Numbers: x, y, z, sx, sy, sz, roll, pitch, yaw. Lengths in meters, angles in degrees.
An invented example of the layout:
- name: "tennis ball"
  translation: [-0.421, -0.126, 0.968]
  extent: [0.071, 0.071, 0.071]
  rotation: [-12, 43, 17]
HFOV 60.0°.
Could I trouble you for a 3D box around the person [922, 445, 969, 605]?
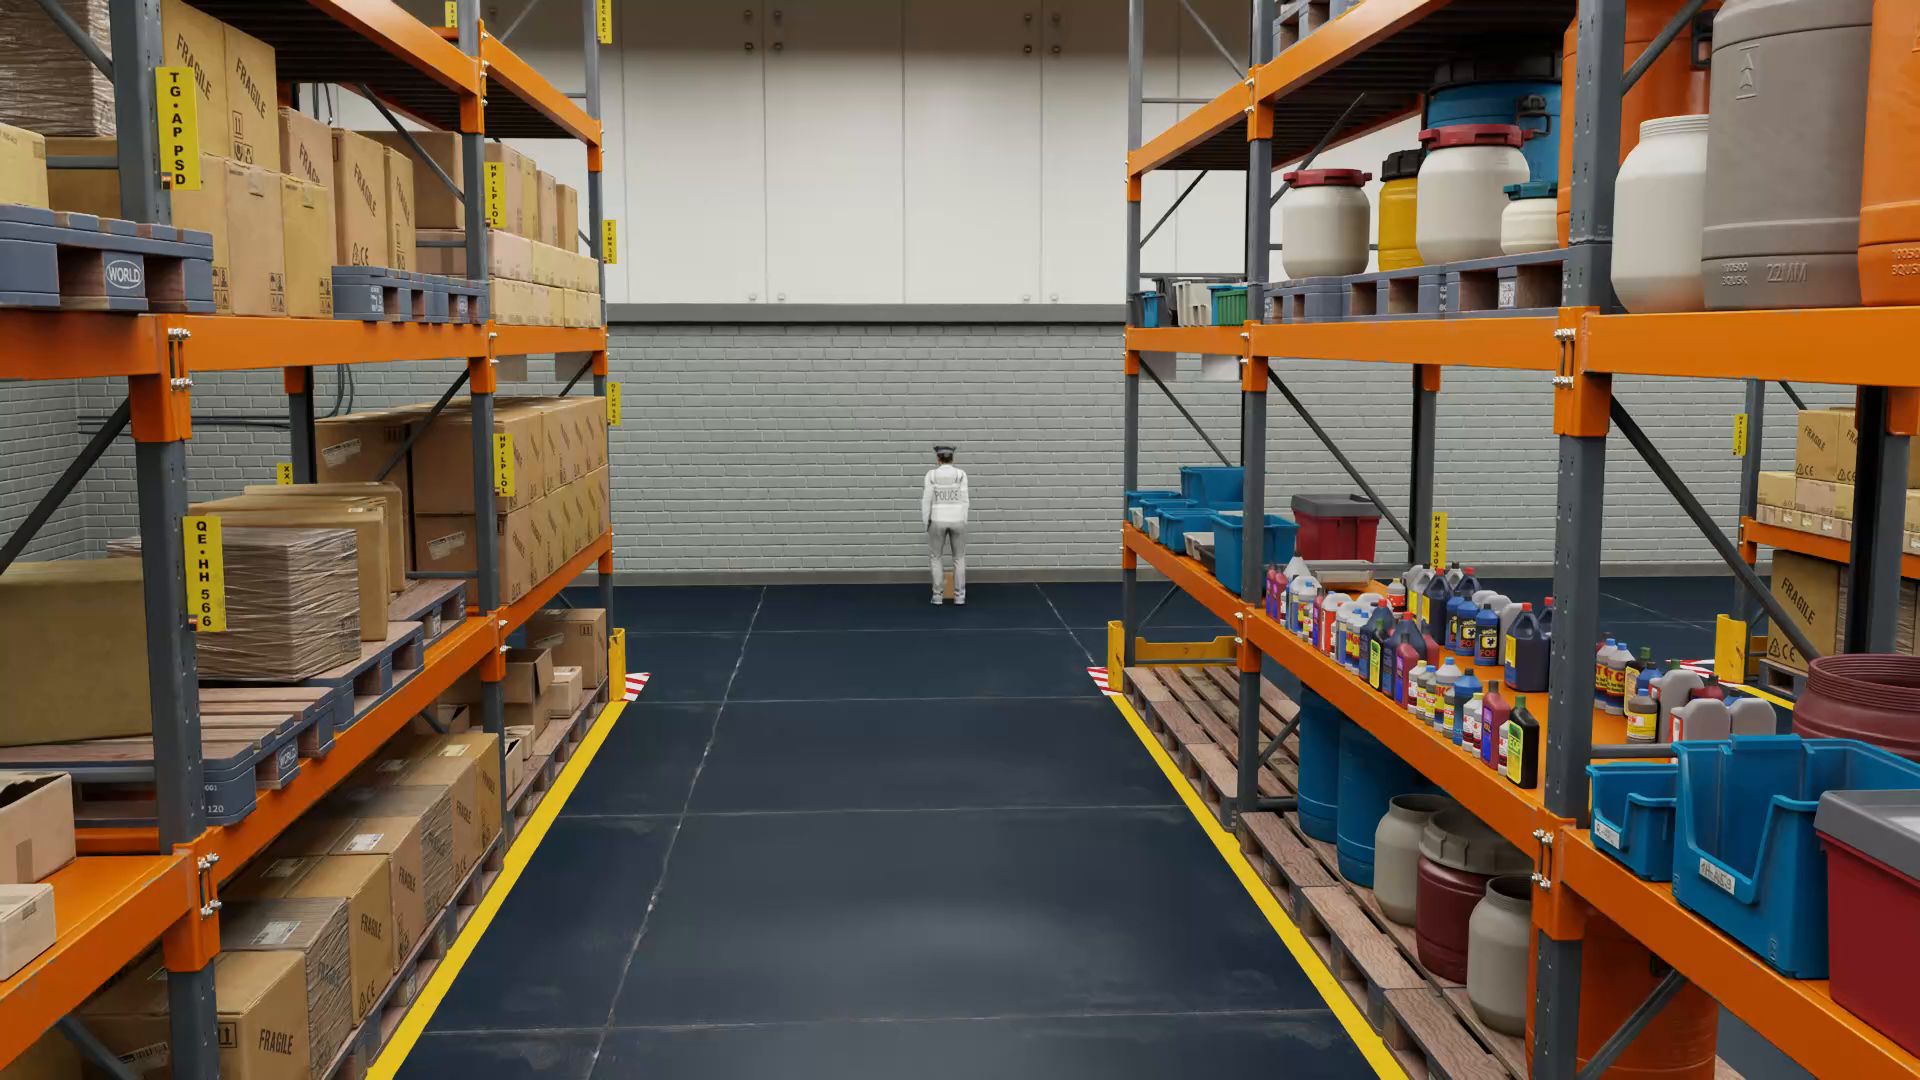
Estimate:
- name: "person"
  translation: [-0.143, -0.152, 17.100]
  extent: [0.468, 1.653, 0.381]
  rotation: [0, 7, -2]
